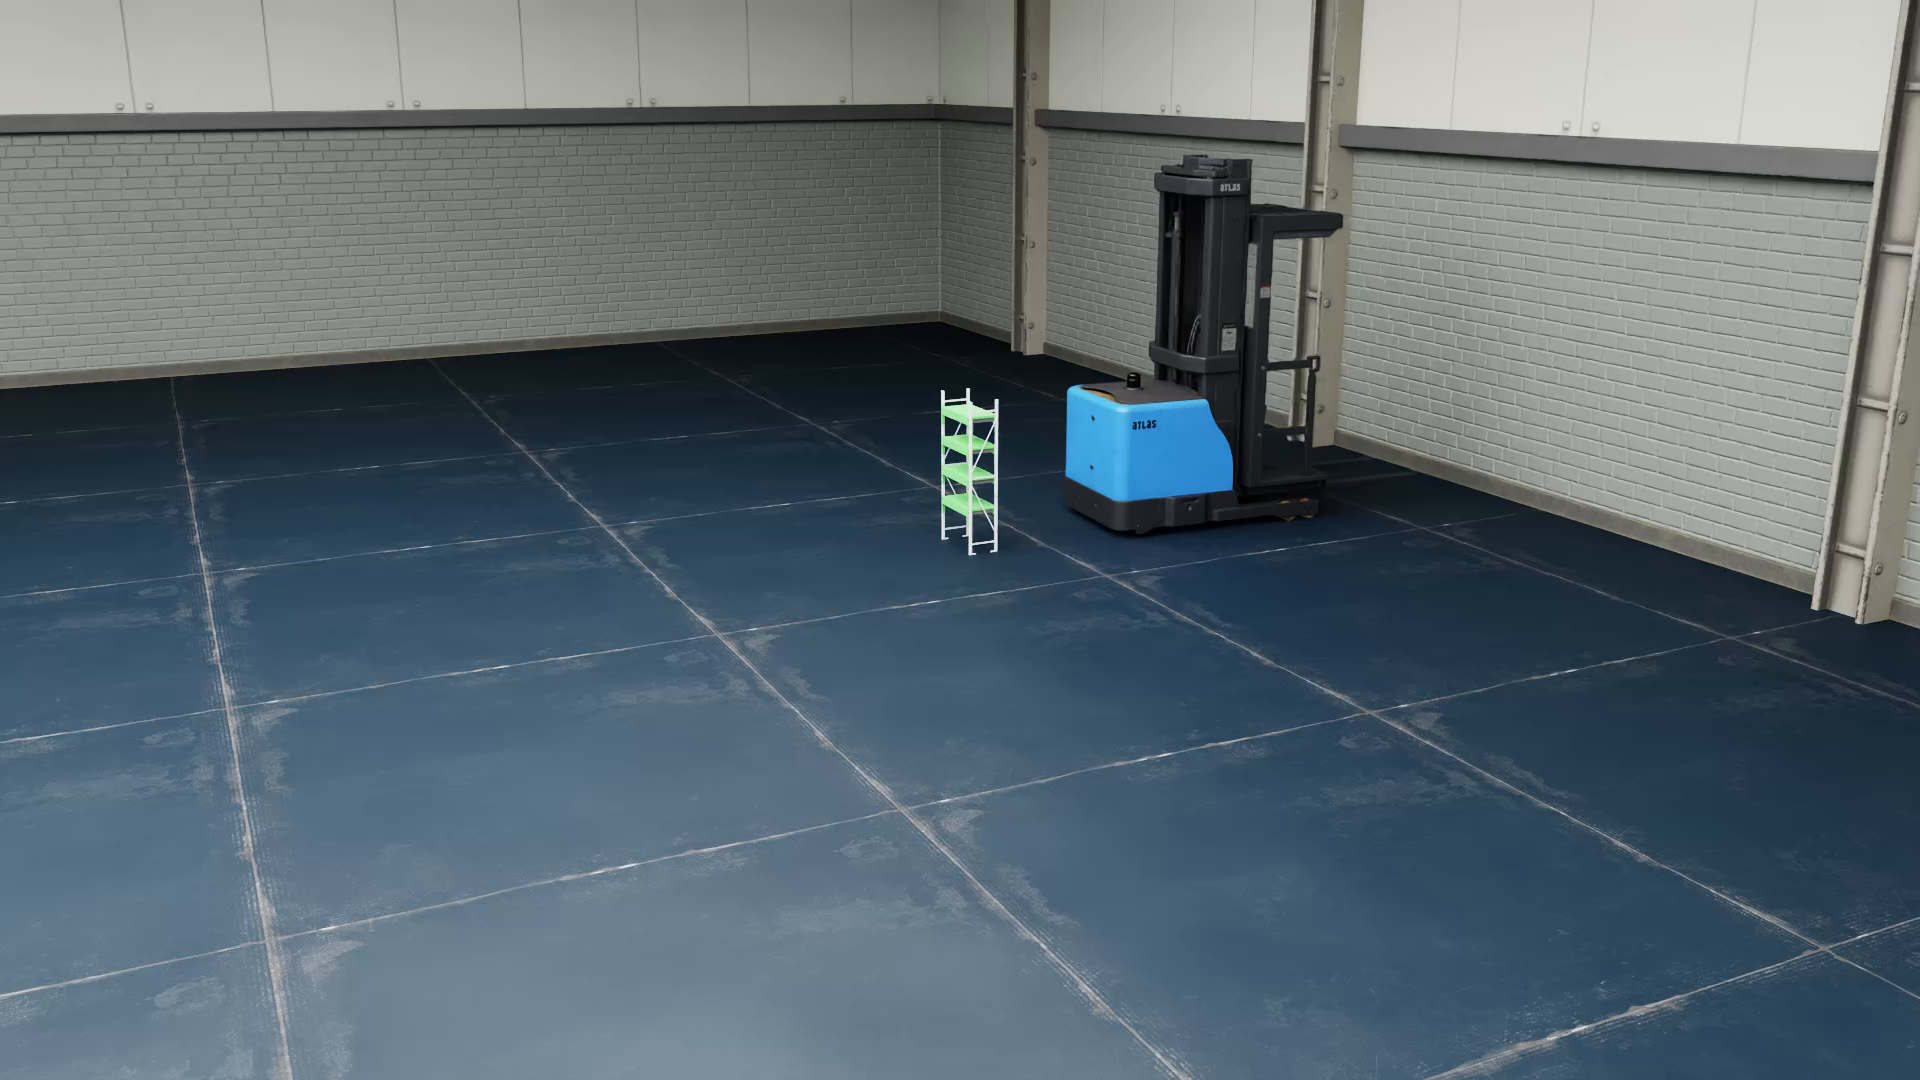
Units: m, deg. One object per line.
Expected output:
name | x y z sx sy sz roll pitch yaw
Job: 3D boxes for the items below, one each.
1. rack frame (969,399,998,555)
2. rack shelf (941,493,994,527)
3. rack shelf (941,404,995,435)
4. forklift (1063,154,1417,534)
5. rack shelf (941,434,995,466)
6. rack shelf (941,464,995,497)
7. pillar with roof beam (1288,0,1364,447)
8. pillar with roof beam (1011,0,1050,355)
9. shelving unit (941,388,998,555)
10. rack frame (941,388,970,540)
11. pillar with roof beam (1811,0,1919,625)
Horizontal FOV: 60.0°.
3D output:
rack frame | 0.179 -0.475 12.731 0.240 1.200 0.015 -8 18 -25
rack shelf | 0.073 -0.244 13.026 0.258 0.148 0.480 -8 18 -25
rack shelf | 0.073 -0.936 12.827 0.258 0.148 0.480 -8 18 -25
forklift | 2.445 -1.695 13.843 3.031 2.935 1.130 -6 17 -21
rack shelf | 0.073 -0.705 12.894 0.258 0.148 0.480 -8 18 -25
rack shelf | 0.073 -0.474 12.960 0.258 0.148 0.480 -8 18 -25
pillar with roof beam | -0.344 -4.788 13.620 9.100 9.000 0.400 -8 18 -25
pillar with roof beam | -2.972 -6.275 18.804 9.100 9.000 0.400 -8 18 -25
shelving unit | 0.073 -0.536 12.942 0.258 1.200 0.503 -8 18 -25
rack frame | -0.034 -0.596 13.153 0.240 1.200 0.015 -8 18 -25
pillar with roof beam | 2.285 -3.300 8.436 9.100 9.000 0.400 -8 18 -25
